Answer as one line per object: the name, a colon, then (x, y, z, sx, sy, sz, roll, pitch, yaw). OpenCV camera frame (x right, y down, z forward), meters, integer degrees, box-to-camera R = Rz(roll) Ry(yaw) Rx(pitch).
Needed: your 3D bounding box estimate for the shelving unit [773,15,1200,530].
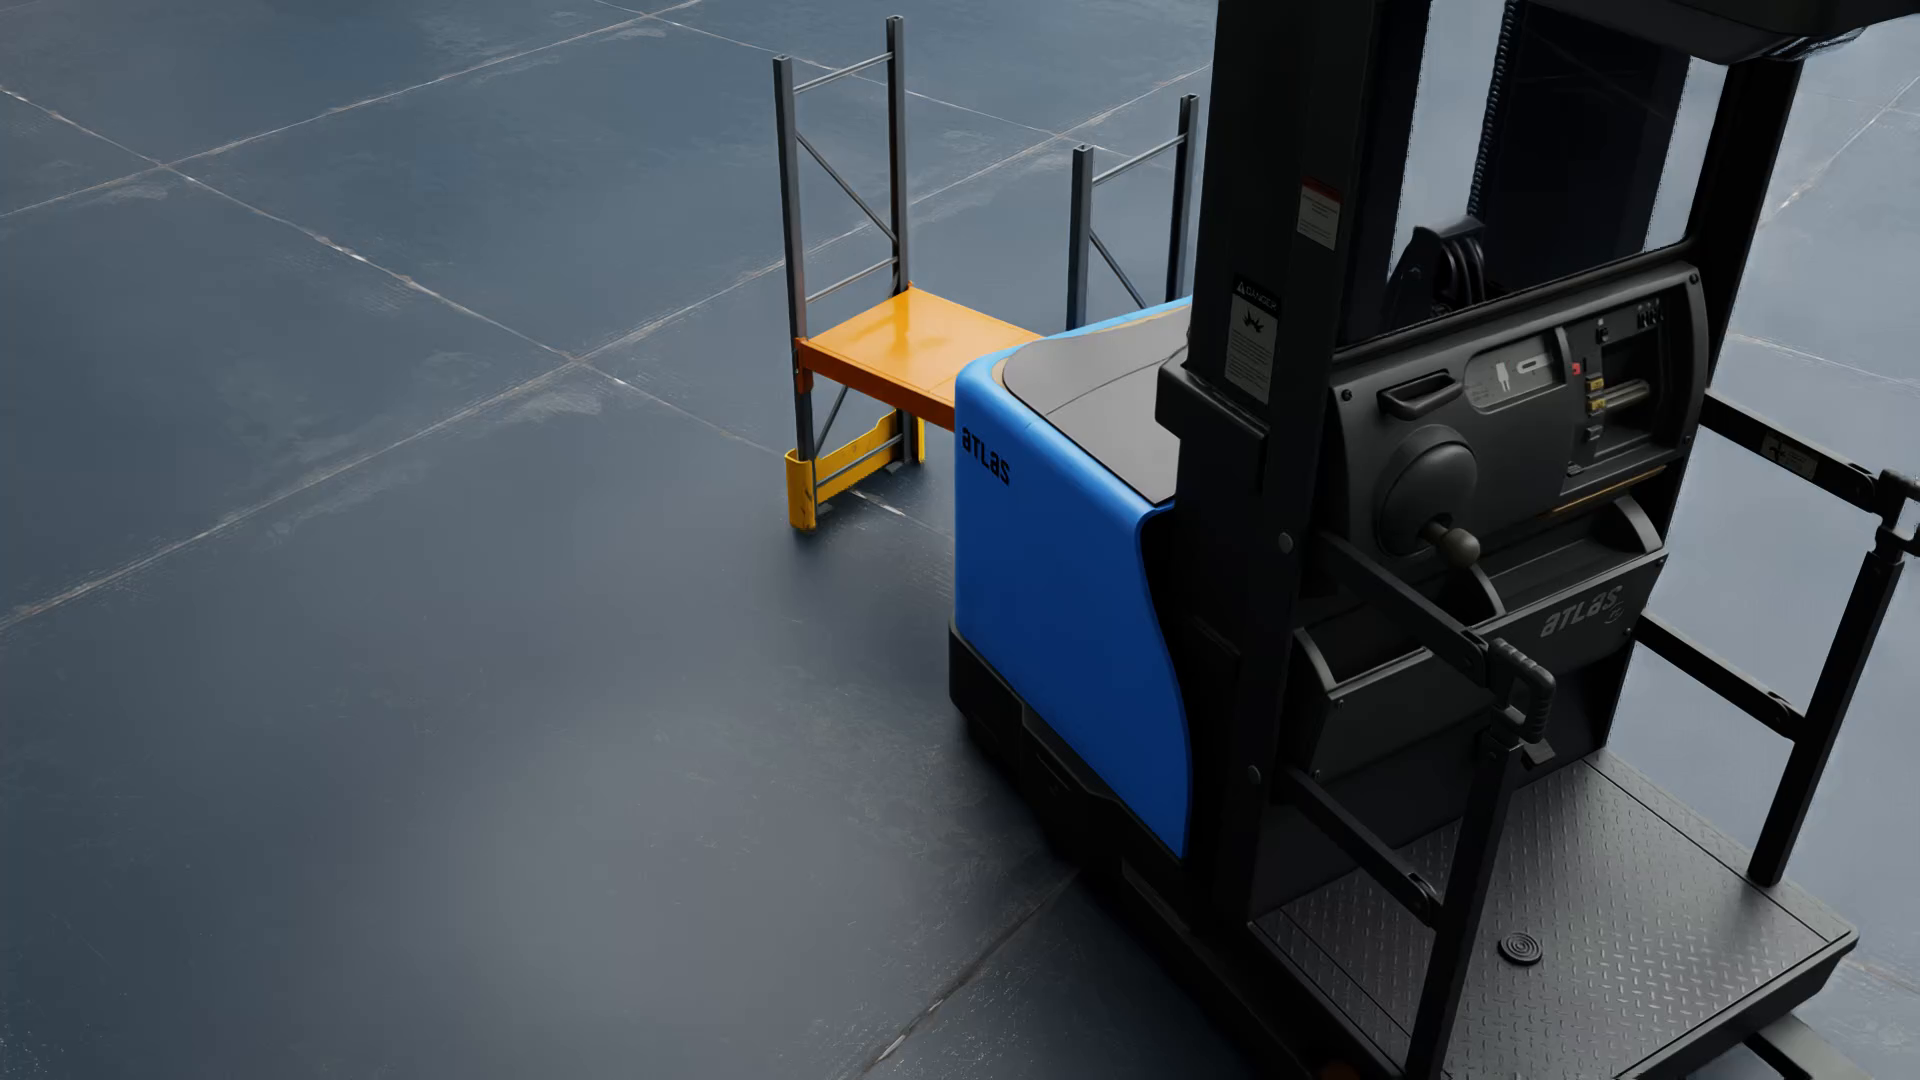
shelving unit: (0.047, -0.606, 4.807, 1.083, 1.500, 0.587, 26, 42, 32)

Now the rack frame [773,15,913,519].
rack frame: (-0.334, -0.788, 5.073, 0.032, 1.500, 0.500, 26, 42, 32)

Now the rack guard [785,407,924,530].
rack guard: (-0.333, -0.272, 5.426, 0.087, 0.250, 0.587, 26, 42, 32)

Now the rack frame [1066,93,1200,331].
rack frame: (0.442, -0.416, 4.532, 0.032, 1.500, 0.500, 26, 42, 32)

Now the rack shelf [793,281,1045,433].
rack shelf: (0.054, -0.454, 4.904, 1.000, 0.185, 0.538, 26, 42, 32)

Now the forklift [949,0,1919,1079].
forklift: (1.160, -0.174, 2.914, 1.130, 2.935, 3.031, -19, 39, -25)
